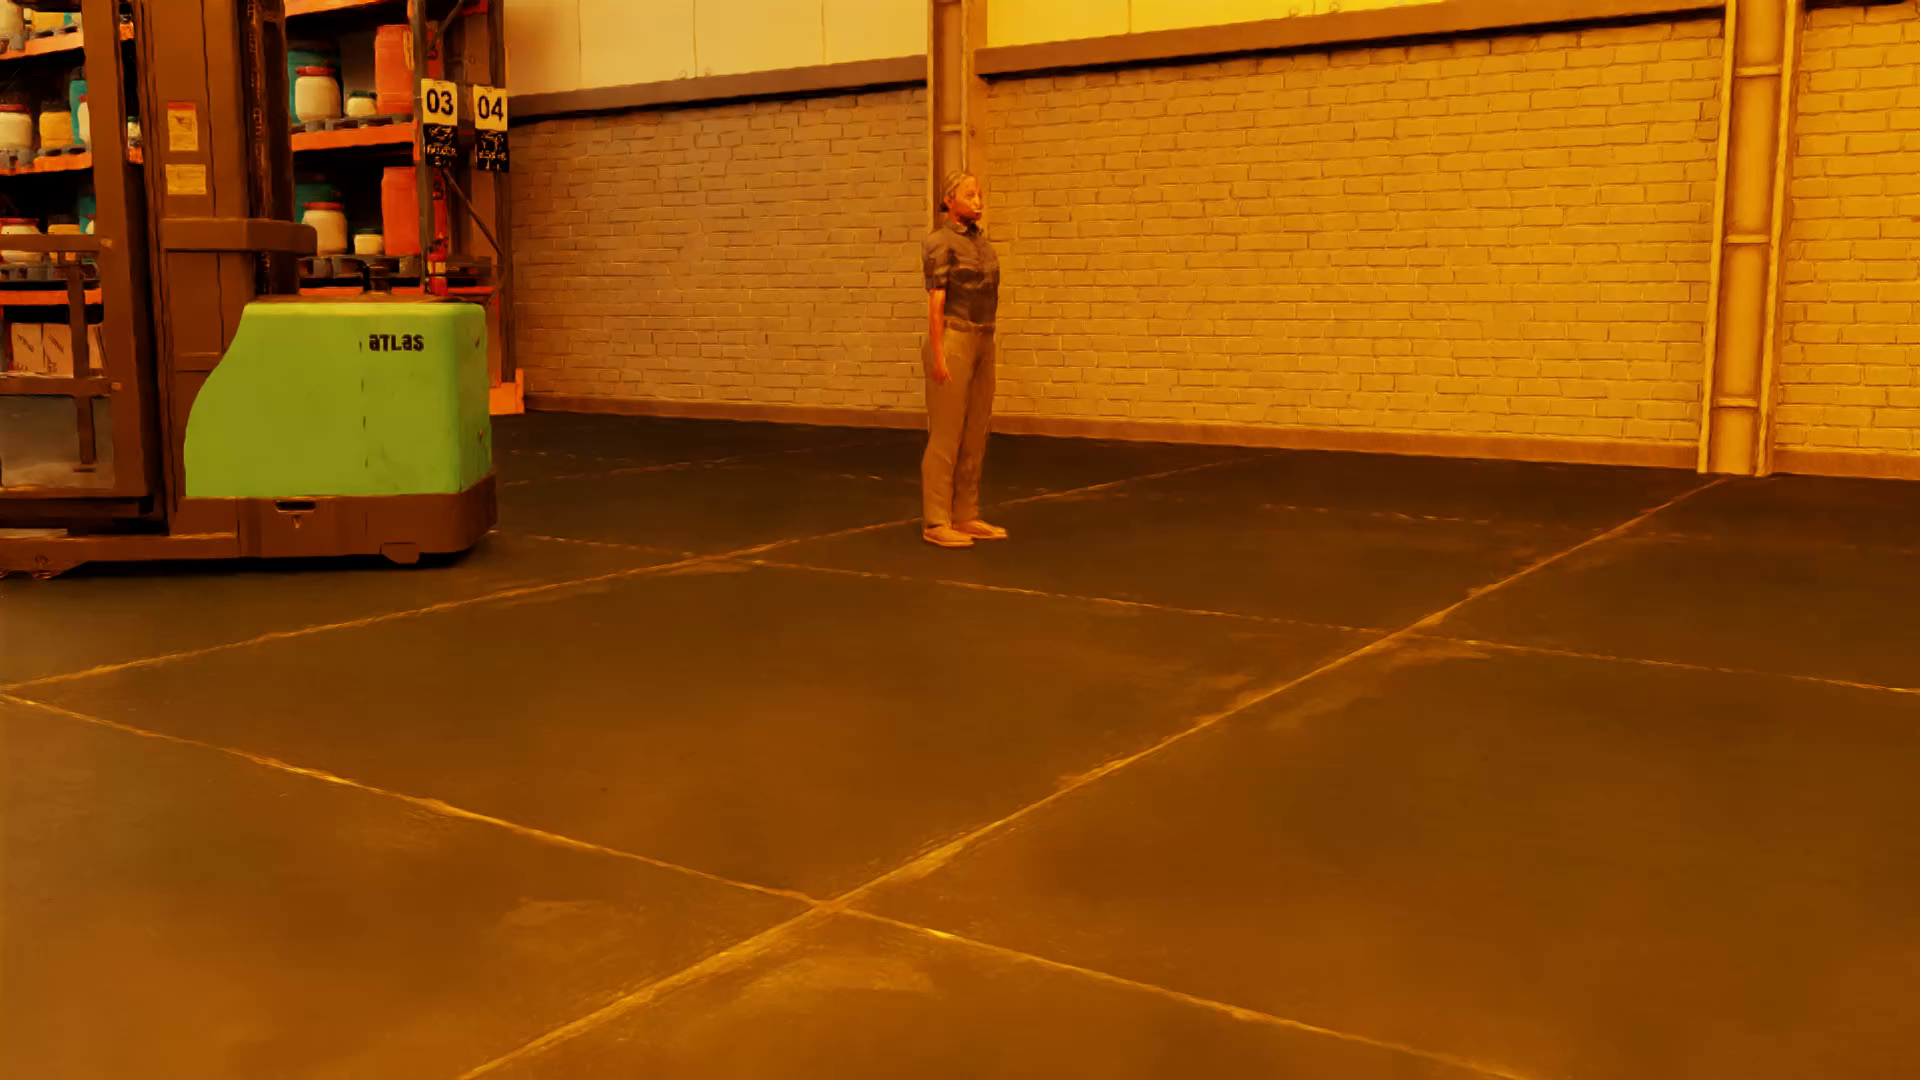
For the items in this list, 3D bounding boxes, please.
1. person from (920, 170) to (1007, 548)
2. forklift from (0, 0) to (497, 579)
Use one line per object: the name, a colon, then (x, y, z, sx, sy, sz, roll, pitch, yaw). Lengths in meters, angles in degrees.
person: (0.016, -0.817, 7.468, 0.320, 1.662, 0.446, 5, 10, 34)
forklift: (-3.578, -1.374, 6.855, 3.031, 2.935, 1.130, -1, 8, -8)
